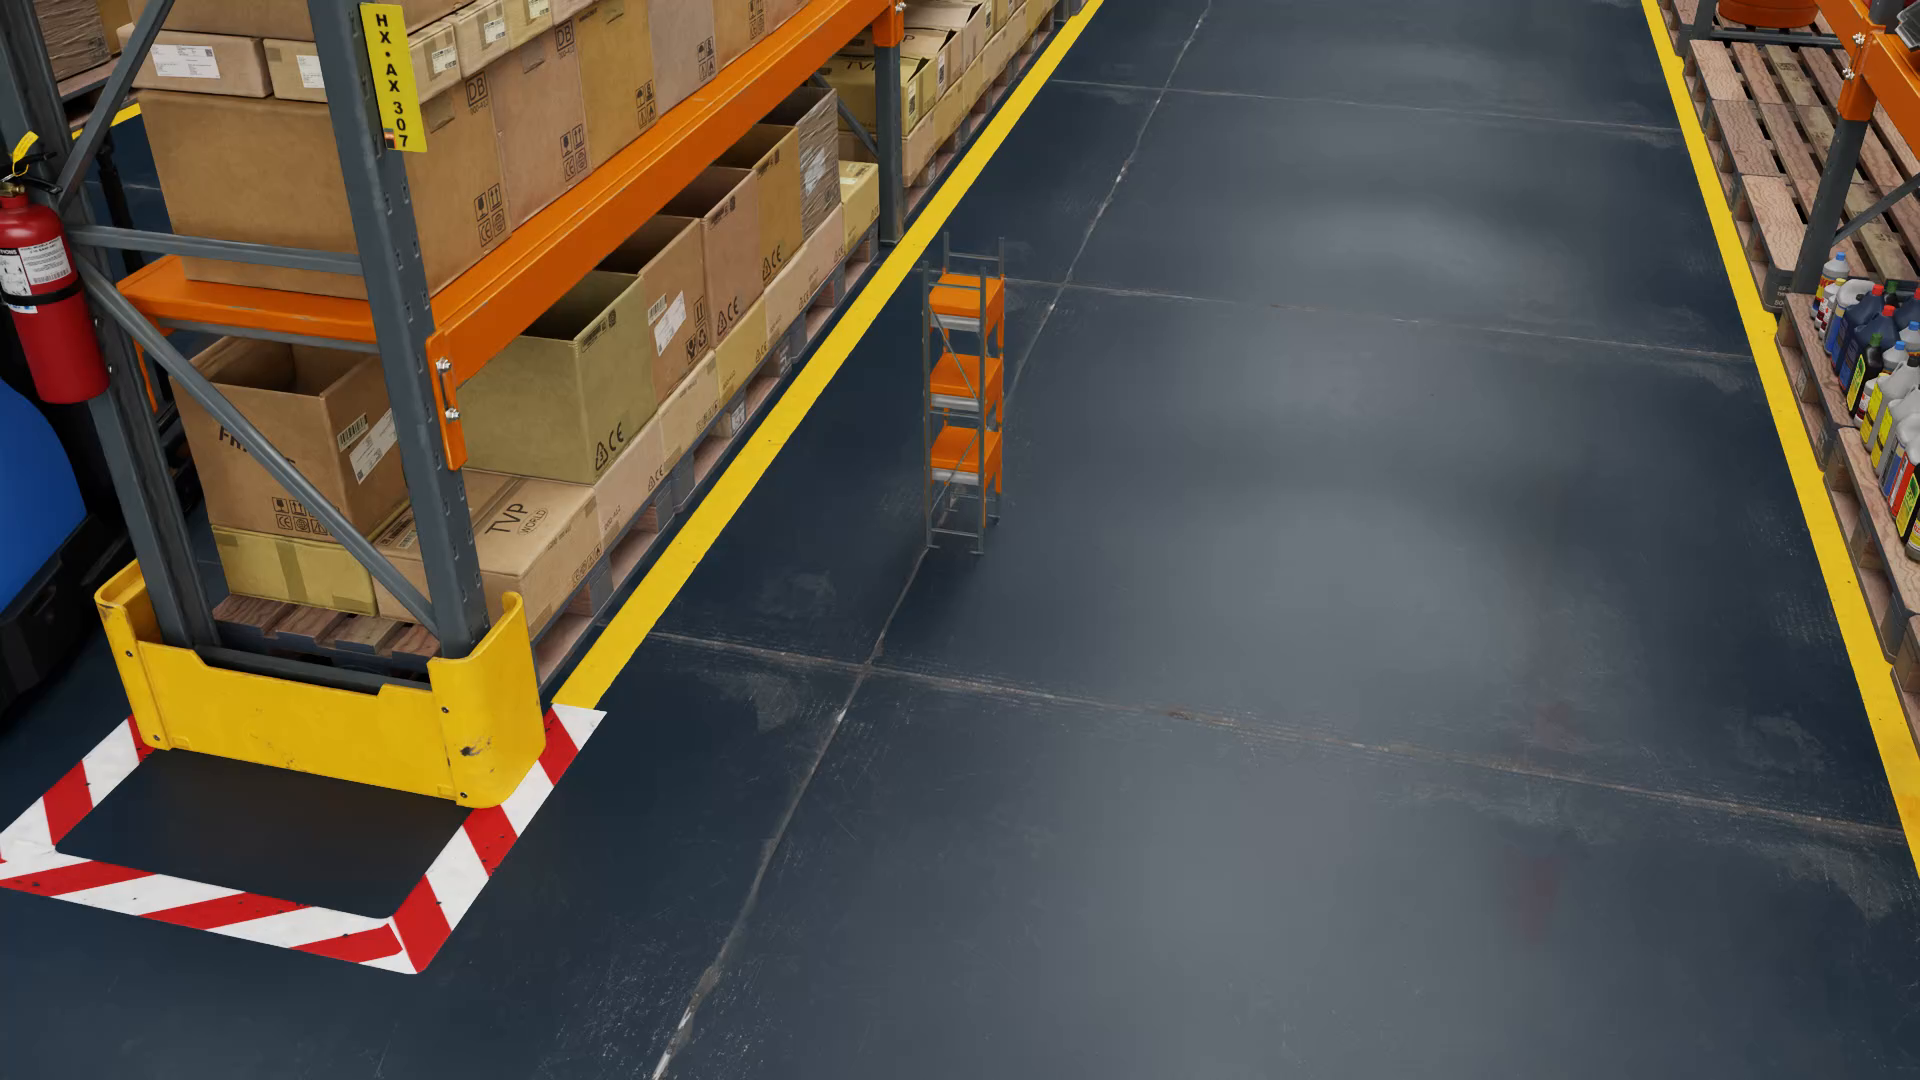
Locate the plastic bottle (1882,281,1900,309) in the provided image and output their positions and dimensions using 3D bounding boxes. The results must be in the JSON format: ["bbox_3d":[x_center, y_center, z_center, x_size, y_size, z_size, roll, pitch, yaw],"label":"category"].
[{"bbox_3d":[3.562,-0.846,6.407,0.061,0.283,0.133,8,33,12],"label":"plastic bottle"}]

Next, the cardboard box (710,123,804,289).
[{"bbox_3d":[-0.939,-1.320,6.502,0.500,0.500,0.500,8,33,12],"label":"cardboard box"}]

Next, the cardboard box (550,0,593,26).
[{"bbox_3d":[-1.283,-1.586,4.752,0.380,0.149,0.250,8,33,12],"label":"cardboard box"}]

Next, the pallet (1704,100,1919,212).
[{"bbox_3d":[4.488,-1.969,8.651,1.003,0.211,1.213,8,33,12],"label":"pallet"}]

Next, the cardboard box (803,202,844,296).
[{"bbox_3d":[-0.814,-1.263,7.112,0.500,0.250,0.500,8,33,12],"label":"cardboard box"}]

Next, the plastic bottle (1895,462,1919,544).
[{"bbox_3d":[3.058,-0.138,5.292,0.061,0.283,0.133,9,33,14],"label":"plastic bottle"}]

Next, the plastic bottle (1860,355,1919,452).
[{"bbox_3d":[3.257,-0.485,5.776,0.144,0.351,0.185,8,33,12],"label":"plastic bottle"}]

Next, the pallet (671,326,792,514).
[{"bbox_3d":[-1.321,-0.556,6.427,1.003,0.211,1.213,8,33,12],"label":"pallet"}]

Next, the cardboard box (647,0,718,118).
[{"bbox_3d":[-1.265,-1.785,5.669,0.700,0.500,0.500,9,34,14],"label":"cardboard box"}]

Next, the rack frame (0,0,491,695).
[{"bbox_3d":[-1.786,-0.699,4.053,1.000,3.000,0.127,8,33,12],"label":"rack frame"}]

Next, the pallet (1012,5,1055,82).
[{"bbox_3d":[-0.003,-3.252,10.668,1.003,0.211,1.213,8,33,12],"label":"pallet"}]

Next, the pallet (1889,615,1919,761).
[{"bbox_3d":[3.189,0.688,4.472,1.003,0.211,1.213,8,33,12],"label":"pallet"}]

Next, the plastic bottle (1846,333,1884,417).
[{"bbox_3d":[3.283,-0.597,6.015,0.061,0.283,0.133,9,34,15],"label":"plastic bottle"}]

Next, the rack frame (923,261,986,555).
[{"bbox_3d":[-0.017,-0.408,5.412,0.200,1.050,0.008,8,33,12],"label":"rack frame"}]

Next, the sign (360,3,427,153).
[{"bbox_3d":[-1.251,-1.019,3.676,0.100,0.325,0.005,8,33,12],"label":"sign"}]

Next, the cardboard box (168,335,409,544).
[{"bbox_3d":[-1.938,-0.351,4.979,0.500,0.500,0.500,8,33,12],"label":"cardboard box"}]

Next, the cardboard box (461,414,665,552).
[{"bbox_3d":[-1.312,-0.224,5.477,0.500,0.250,0.500,8,33,12],"label":"cardboard box"}]

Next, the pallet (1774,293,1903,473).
[{"bbox_3d":[3.808,-0.579,6.463,1.003,0.211,1.213,8,33,12],"label":"pallet"}]

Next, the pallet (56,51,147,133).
[{"bbox_3d":[-5.367,-2.674,9.760,1.003,0.211,1.213,8,33,12],"label":"pallet"}]

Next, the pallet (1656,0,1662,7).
[{"bbox_3d":[5.506,-4.043,11.913,1.003,0.211,1.213,8,33,12],"label":"pallet"}]

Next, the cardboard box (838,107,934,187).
[{"bbox_3d":[-0.429,-1.967,8.220,0.500,0.250,0.500,7,33,11],"label":"cardboard box"}]

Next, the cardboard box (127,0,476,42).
[{"bbox_3d":[-1.642,-1.557,4.100,0.700,0.500,0.500,8,33,13],"label":"cardboard box"}]

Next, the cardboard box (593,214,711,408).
[{"bbox_3d":[-1.196,-0.801,5.687,0.500,0.500,0.500,8,33,12],"label":"cardboard box"}]

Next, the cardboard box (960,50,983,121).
[{"bbox_3d":[-0.169,-2.501,9.060,0.500,0.250,0.500,7,33,11],"label":"cardboard box"}]

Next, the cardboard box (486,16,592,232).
[{"bbox_3d":[-1.527,-1.255,4.835,0.700,0.500,0.500,9,34,14],"label":"cardboard box"}]

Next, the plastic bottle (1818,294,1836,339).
[{"bbox_3d":[3.463,-0.892,6.555,0.097,0.201,0.097,0,32,0],"label":"plastic bottle"}]

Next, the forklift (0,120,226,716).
[{"bbox_3d":[-3.283,-1.303,5.068,1.130,2.935,3.031,0,32,1],"label":"forklift"}]

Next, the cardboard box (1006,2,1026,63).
[{"bbox_3d":[0.088,-3.032,9.896,0.500,0.250,0.500,9,33,13],"label":"cardboard box"}]

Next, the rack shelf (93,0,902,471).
[{"bbox_3d":[-1.279,-1.433,5.879,1.077,0.370,4.000,8,33,12],"label":"rack shelf"}]

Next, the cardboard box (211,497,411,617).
[{"bbox_3d":[-1.936,-0.034,5.179,0.500,0.250,0.500,8,33,12],"label":"cardboard box"}]

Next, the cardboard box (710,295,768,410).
[{"bbox_3d":[-1.053,-0.742,6.293,0.500,0.250,0.500,8,33,12],"label":"cardboard box"}]

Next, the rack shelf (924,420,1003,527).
[{"bbox_3d":[0.014,-0.227,5.667,0.215,0.259,0.240,8,33,12],"label":"rack shelf"}]

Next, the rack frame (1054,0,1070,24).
[{"bbox_3d":[0.244,-4.850,10.584,1.000,3.000,0.127,8,33,12],"label":"rack frame"}]

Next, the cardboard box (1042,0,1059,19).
[{"bbox_3d":[0.346,-3.561,10.727,0.500,0.250,0.500,9,33,14],"label":"cardboard box"}]

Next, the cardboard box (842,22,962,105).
[{"bbox_3d":[-0.293,-2.468,8.484,0.500,0.311,0.500,8,33,12],"label":"cardboard box"}]

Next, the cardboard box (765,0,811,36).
[{"bbox_3d":[-1.005,-2.311,6.496,0.700,0.500,0.500,8,33,12],"label":"cardboard box"}]

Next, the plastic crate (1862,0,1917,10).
[{"bbox_3d":[3.846,-2.418,6.698,0.402,0.464,0.583,8,33,12],"label":"plastic crate"}]

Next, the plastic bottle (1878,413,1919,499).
[{"bbox_3d":[3.172,-0.271,5.508,0.152,0.276,0.135,7,33,11],"label":"plastic bottle"}]

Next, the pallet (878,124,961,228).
[{"bbox_3d":[-0.622,-1.985,8.676,1.003,0.211,1.213,8,33,12],"label":"pallet"}]

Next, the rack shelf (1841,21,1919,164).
[{"bbox_3d":[3.512,-0.757,4.815,1.077,0.370,4.000,8,33,12],"label":"rack shelf"}]

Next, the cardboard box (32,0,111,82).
[{"bbox_3d":[-5.393,-2.962,9.533,0.700,0.500,0.500,9,34,14],"label":"cardboard box"}]

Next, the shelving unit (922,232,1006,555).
[{"bbox_3d":[0.014,-0.471,5.512,0.215,1.050,0.252,8,33,12],"label":"shelving unit"}]

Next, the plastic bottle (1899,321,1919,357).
[{"bbox_3d":[3.493,-0.678,6.154,0.097,0.271,0.097,0,32,0],"label":"plastic bottle"}]

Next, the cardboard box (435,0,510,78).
[{"bbox_3d":[-1.414,-1.326,4.343,0.380,0.149,0.250,7,33,11],"label":"cardboard box"}]

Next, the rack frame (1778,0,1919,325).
[{"bbox_3d":[4.019,-2.098,6.255,1.000,3.000,0.127,8,33,12],"label":"rack frame"}]

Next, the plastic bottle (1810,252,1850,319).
[{"bbox_3d":[3.514,-1.027,6.702,0.097,0.271,0.097,0,32,0],"label":"plastic bottle"}]

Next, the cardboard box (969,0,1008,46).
[{"bbox_3d":[-0.036,-3.007,9.332,0.500,0.311,0.500,9,34,14],"label":"cardboard box"}]

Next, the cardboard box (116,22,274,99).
[{"bbox_3d":[-1.874,-1.239,4.205,0.380,0.149,0.250,7,33,12],"label":"cardboard box"}]

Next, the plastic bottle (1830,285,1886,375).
[{"bbox_3d":[3.413,-0.804,6.277,0.144,0.351,0.185,9,34,14],"label":"plastic bottle"}]
